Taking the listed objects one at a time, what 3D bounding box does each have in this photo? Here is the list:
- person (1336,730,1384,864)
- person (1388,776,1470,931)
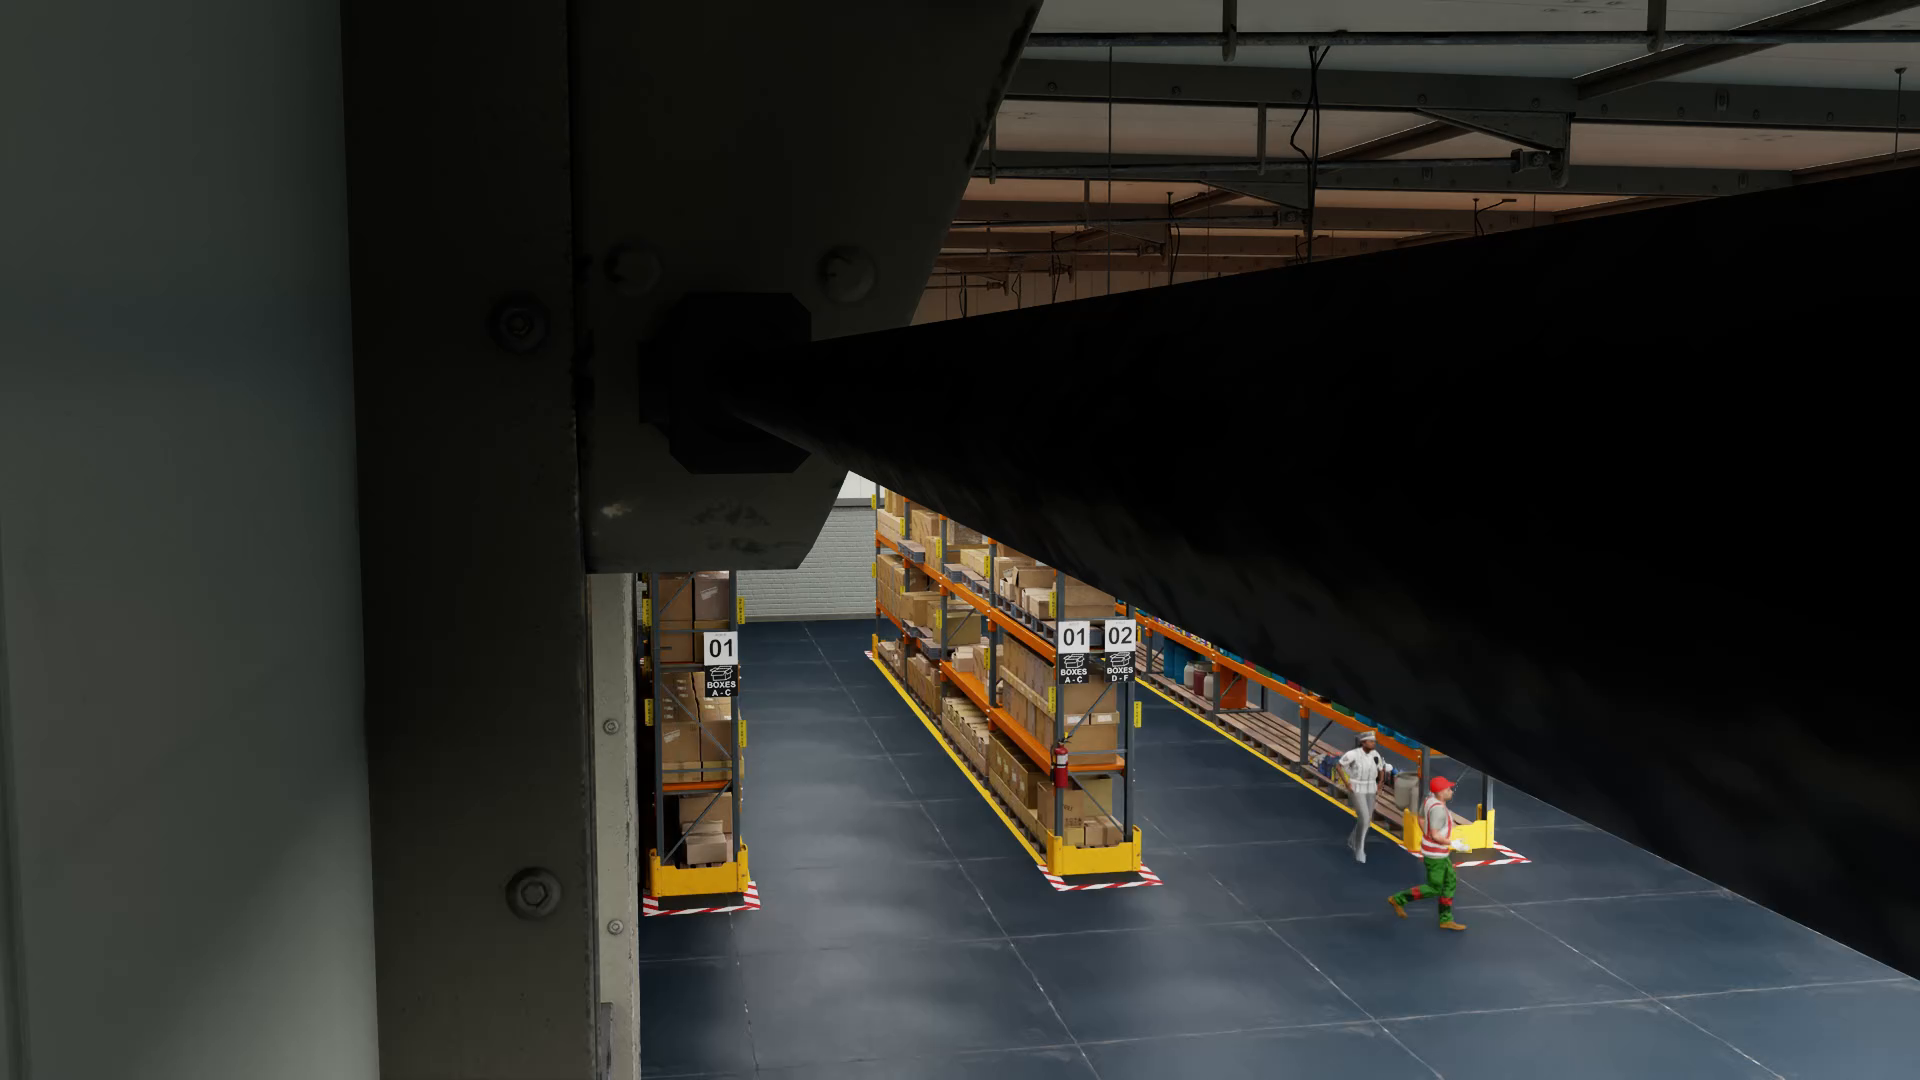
[{"bbox_3d":[5.224,3.298,21.554,0.585,1.707,0.672,-2,6,-18],"label":"person"},{"bbox_3d":[5.291,3.529,18.784,0.873,1.758,0.643,1,6,10],"label":"person"}]
